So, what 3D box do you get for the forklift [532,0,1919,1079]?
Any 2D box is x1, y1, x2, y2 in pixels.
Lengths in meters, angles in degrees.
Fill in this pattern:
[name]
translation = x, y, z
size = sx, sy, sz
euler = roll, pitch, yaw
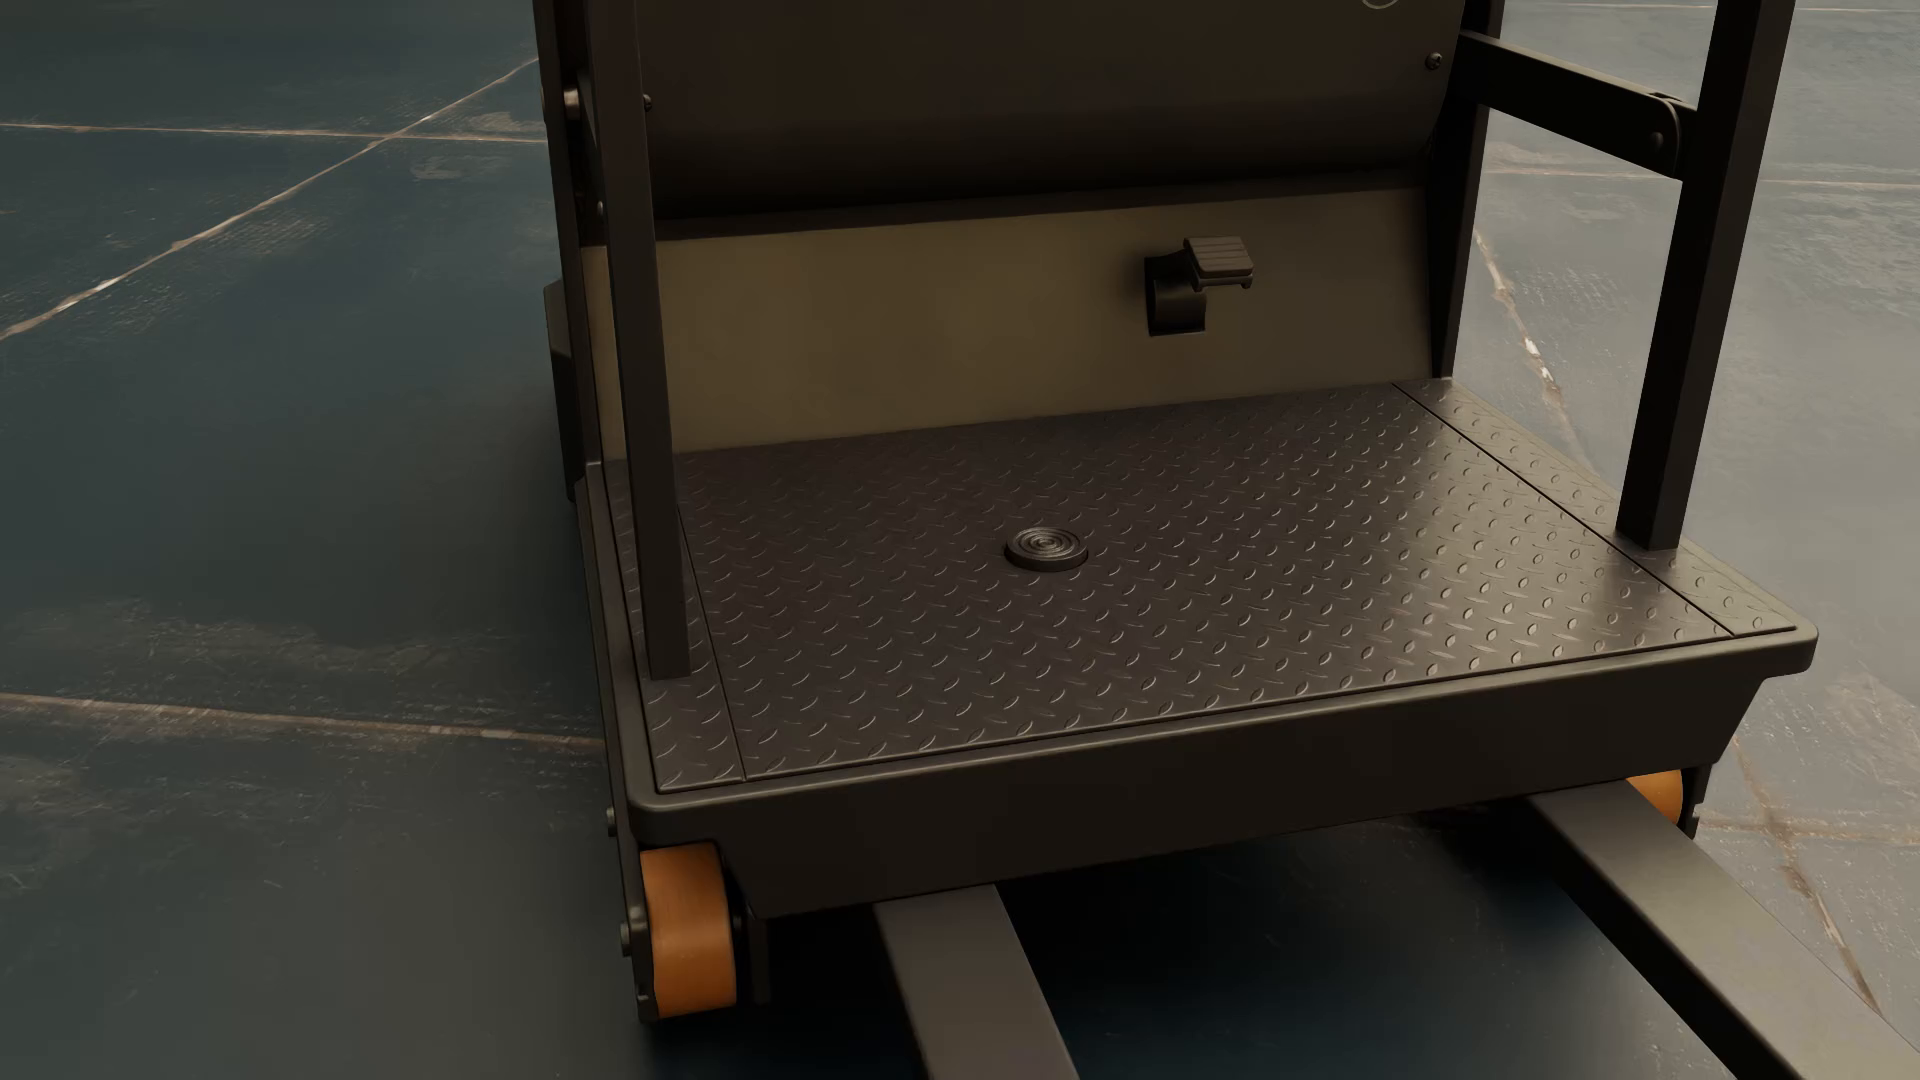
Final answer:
[forklift]
translation = 0.153, -1.049, 1.319
size = 1.130, 2.935, 3.031
euler = -7, 27, -13
